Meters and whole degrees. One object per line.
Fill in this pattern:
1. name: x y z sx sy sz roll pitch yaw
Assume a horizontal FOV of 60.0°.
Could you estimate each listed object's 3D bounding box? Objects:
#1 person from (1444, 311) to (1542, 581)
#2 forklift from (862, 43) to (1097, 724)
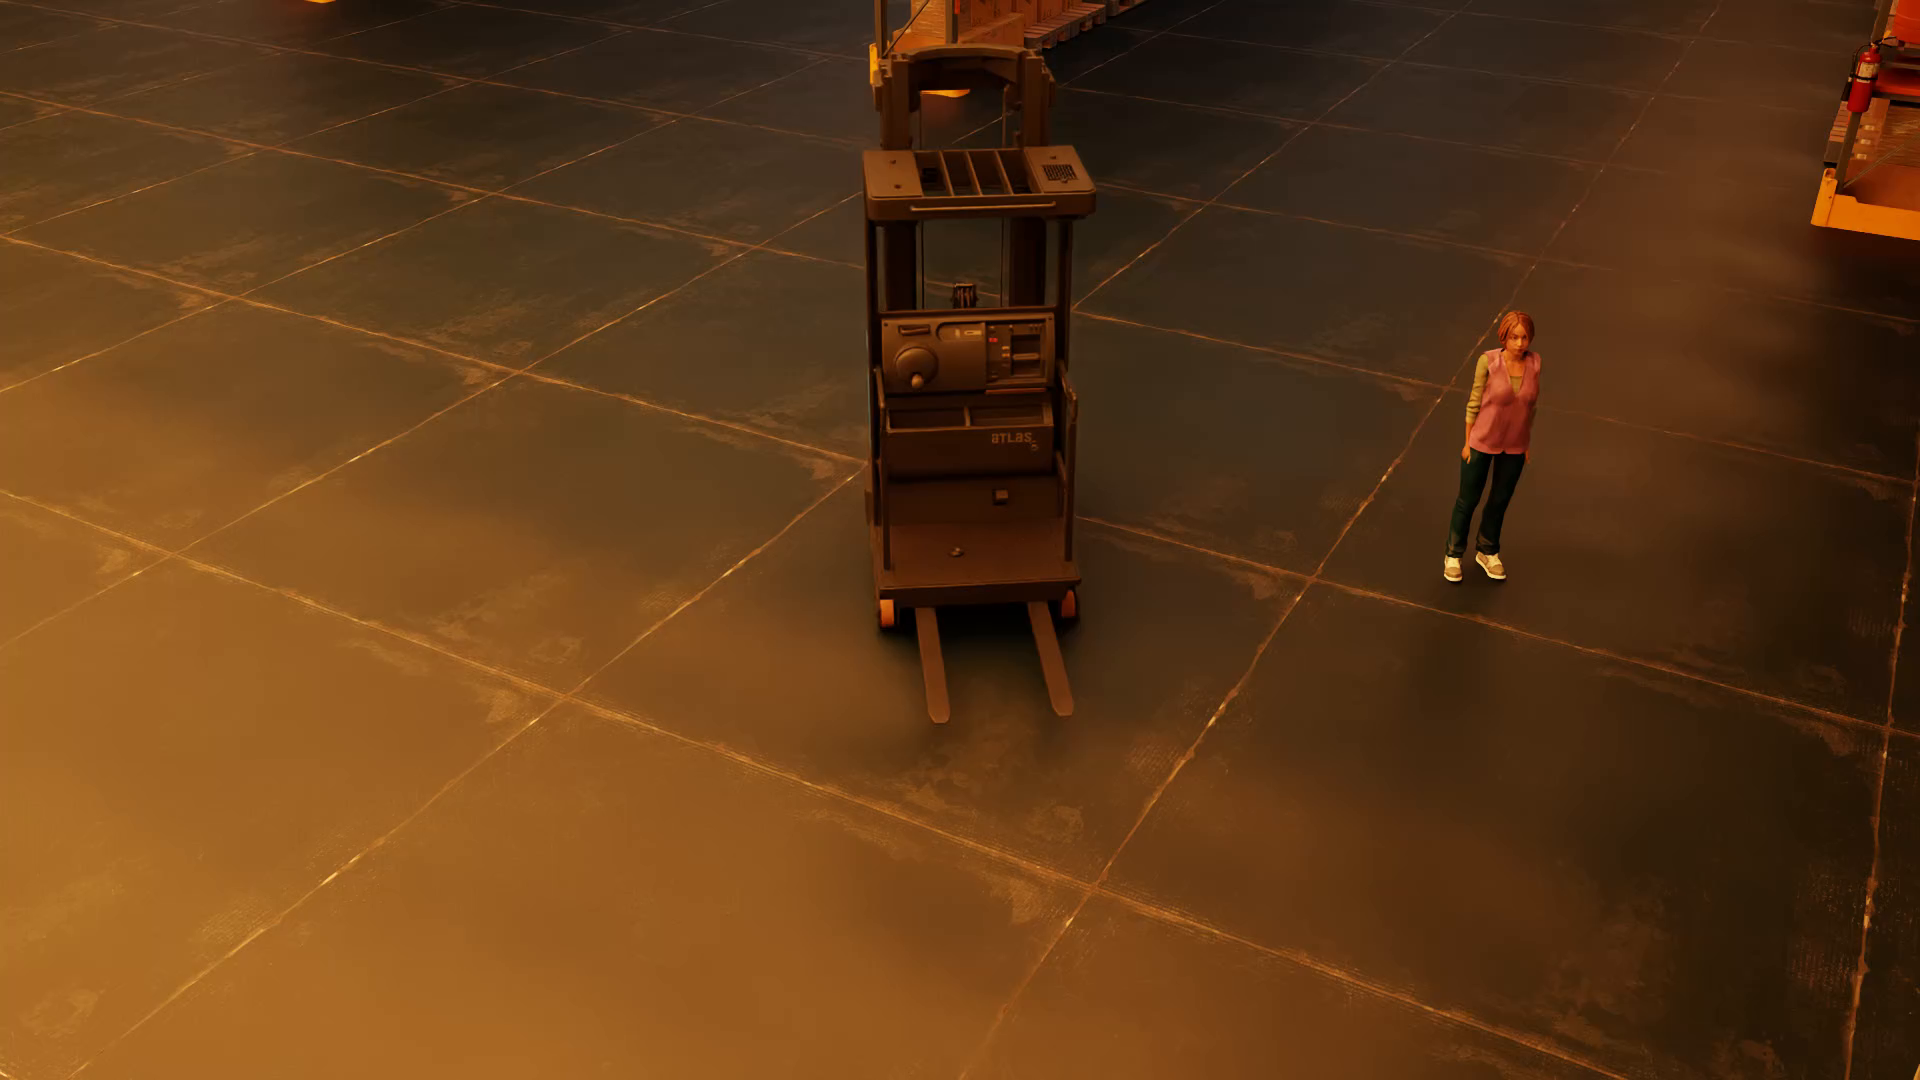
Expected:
1. person: 3.004 -0.521 9.306 0.409 1.602 0.326 -2 30 -3
2. forklift: 0.070 -0.960 8.734 1.130 2.935 3.031 -3 30 -5
